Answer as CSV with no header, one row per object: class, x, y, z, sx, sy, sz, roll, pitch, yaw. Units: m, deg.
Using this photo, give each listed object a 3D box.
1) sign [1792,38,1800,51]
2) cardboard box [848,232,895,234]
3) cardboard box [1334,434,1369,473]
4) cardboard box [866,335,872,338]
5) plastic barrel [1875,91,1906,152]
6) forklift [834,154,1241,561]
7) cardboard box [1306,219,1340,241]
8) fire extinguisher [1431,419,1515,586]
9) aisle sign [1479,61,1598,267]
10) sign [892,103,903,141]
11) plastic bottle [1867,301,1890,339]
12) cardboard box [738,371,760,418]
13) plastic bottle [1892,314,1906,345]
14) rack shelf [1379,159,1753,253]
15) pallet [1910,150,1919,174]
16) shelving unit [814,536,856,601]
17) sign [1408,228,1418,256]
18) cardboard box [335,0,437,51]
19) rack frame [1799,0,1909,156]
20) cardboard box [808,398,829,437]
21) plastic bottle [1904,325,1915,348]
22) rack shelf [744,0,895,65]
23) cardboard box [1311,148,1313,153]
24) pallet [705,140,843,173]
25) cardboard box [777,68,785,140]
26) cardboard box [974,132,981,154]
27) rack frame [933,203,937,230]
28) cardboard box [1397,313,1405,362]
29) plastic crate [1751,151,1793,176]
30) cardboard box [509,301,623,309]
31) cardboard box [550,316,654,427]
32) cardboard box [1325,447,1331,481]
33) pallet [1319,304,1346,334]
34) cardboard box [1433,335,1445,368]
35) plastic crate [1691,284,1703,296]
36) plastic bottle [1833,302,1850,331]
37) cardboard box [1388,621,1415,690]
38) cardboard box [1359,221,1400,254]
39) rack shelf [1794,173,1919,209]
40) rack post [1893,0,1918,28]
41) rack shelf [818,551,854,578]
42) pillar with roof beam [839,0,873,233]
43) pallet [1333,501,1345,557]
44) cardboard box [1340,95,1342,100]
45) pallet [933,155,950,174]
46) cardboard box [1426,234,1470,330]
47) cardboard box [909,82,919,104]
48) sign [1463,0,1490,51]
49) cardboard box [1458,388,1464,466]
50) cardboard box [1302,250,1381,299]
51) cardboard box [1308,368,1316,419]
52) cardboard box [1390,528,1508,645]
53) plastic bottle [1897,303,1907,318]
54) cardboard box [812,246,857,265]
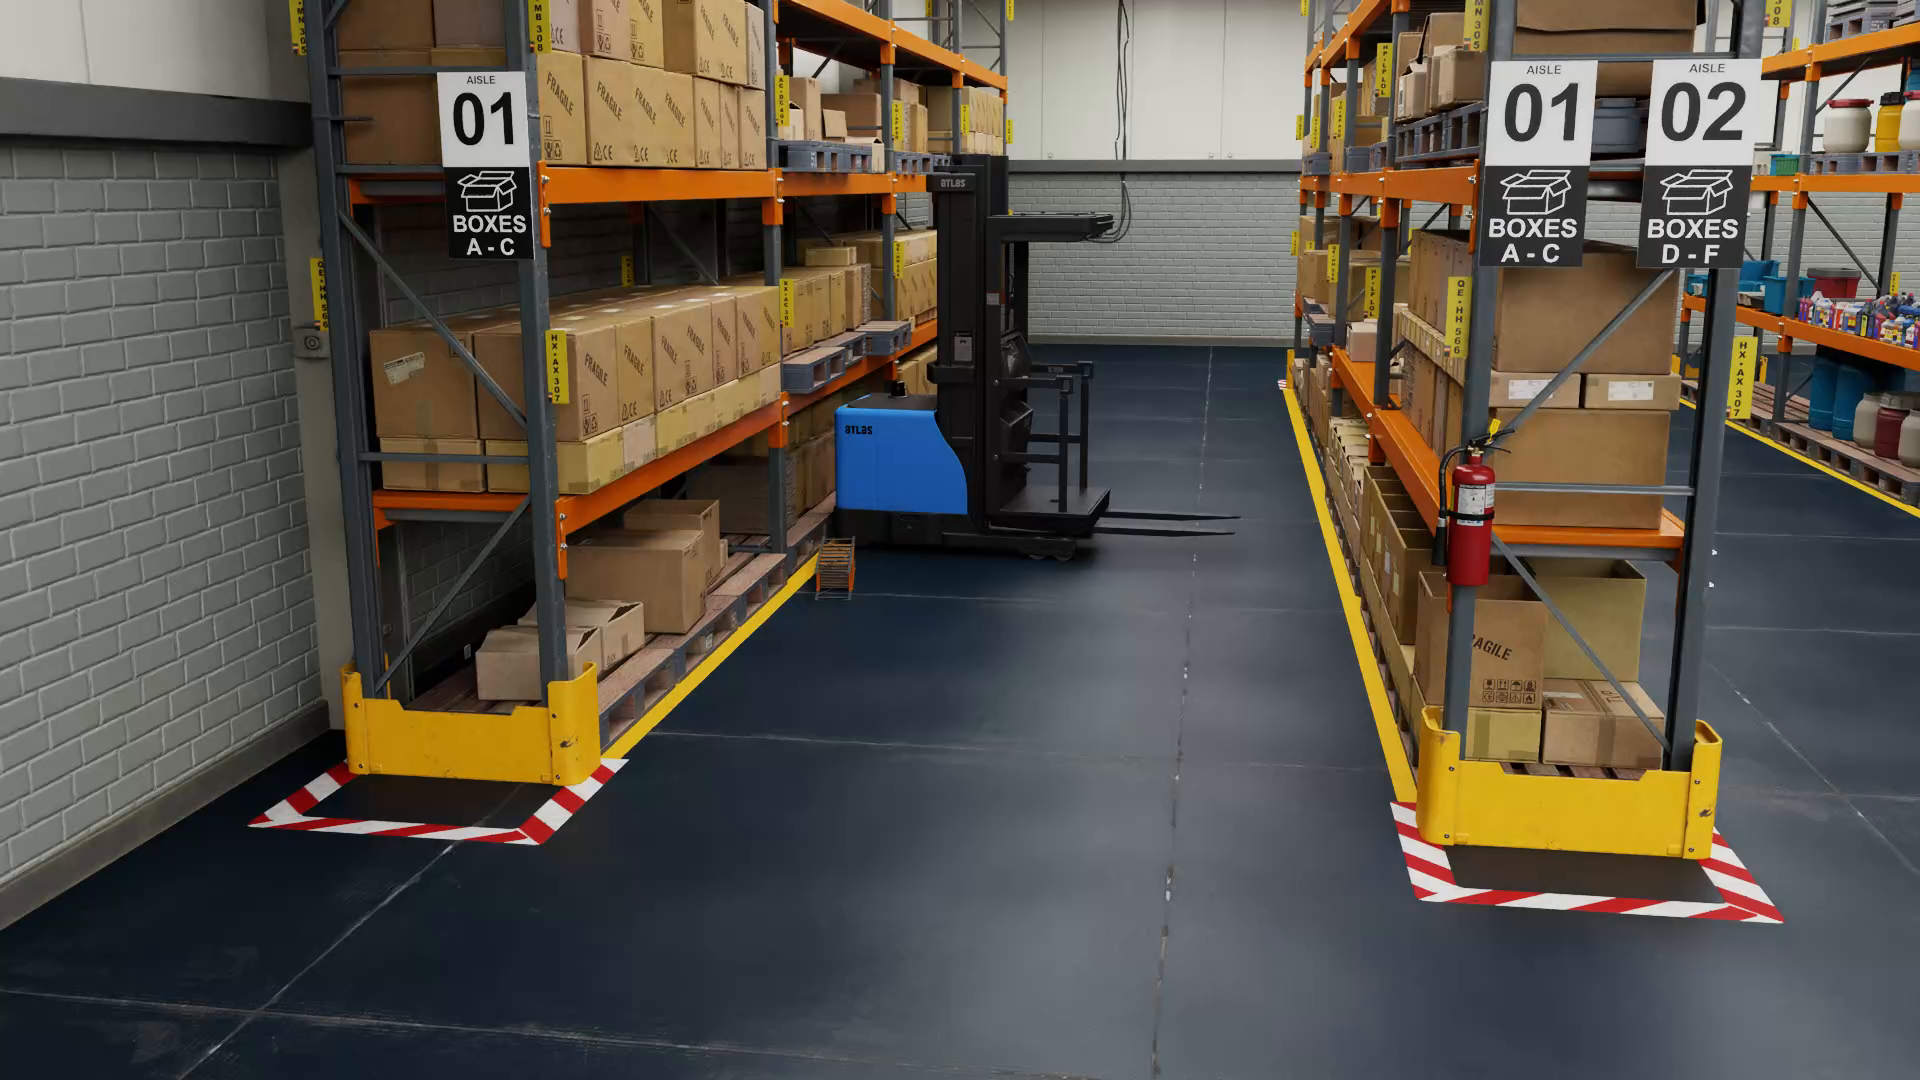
sign,10.466,-6.134,20.863,0.100,0.325,0.005,2,12,9
cardboard box,-0.958,-3.132,17.634,0.500,0.250,0.500,1,12,7
cardboard box,3.272,-0.690,13.272,0.500,0.311,0.500,2,12,7
cardboard box,-0.820,-1.977,15.597,0.380,0.149,0.250,2,12,8
plastic barrel,9.365,-4.108,16.372,0.600,0.588,0.600,0,12,0
forklift,0.609,-1.403,12.547,3.031,2.935,1.130,3,12,13
cardboard box,4.387,-3.565,19.806,0.500,0.500,0.500,2,12,9
fire extinguisher,2.089,-0.157,6.785,0.296,0.674,0.183,2,12,9
aisle sign,2.265,-1.471,6.528,0.394,0.787,0.004,2,12,9
sign,-0.563,-3.730,14.836,0.100,0.325,0.005,2,12,9
plastic bottle,8.572,-2.052,15.512,0.144,0.351,0.185,2,12,9
cardboard box,-1.573,-0.921,10.457,0.500,0.250,0.500,2,12,9
plastic bottle,8.462,-1.896,14.976,0.097,0.271,0.097,0,12,0
rack shelf,2.873,-1.735,8.513,1.077,0.370,4.000,2,12,9
pallet,8.904,-3.238,14.228,1.003,0.211,1.213,2,12,9
shelving unit,-0.871,0.189,11.651,0.258,0.189,1.200,0,12,-2
sign,4.960,-3.251,18.210,0.100,0.325,0.005,2,12,9
cardboard box,-2.522,-2.476,7.584,0.500,0.500,0.500,2,12,11
rack frame,9.305,-5.474,17.032,1.000,3.000,0.127,2,12,9
cardboard box,-1.382,-1.014,13.686,0.500,0.250,0.500,2,12,8
plastic bottle,8.417,-1.801,14.702,0.097,0.201,0.097,0,12,0
rack shelf,-1.407,-3.998,12.844,1.077,0.370,4.000,2,12,9
cardboard box,4.298,-4.554,19.052,0.500,0.250,0.500,2,12,9
pallet,-1.514,-2.696,11.710,1.213,0.211,1.003,2,12,9
cardboard box,-1.551,-3.028,11.571,0.500,0.500,0.500,4,13,17
cardboard box,-0.025,-4.750,19.916,0.500,0.250,0.500,2,12,7
rack frame,0.131,-3.695,23.017,1.000,3.000,0.127,2,12,9
cardboard box,3.396,-1.355,11.923,0.500,0.500,0.500,3,12,13
plastic crate,9.275,-4.331,19.130,0.437,0.282,0.530,2,12,9
cardboard box,-2.227,-1.089,9.455,0.500,0.500,0.500,2,12,9
cardboard box,-1.873,-0.859,8.389,0.500,0.500,0.500,2,12,9
cardboard box,3.425,-0.631,14.332,0.500,0.250,0.500,2,12,8
pallet,4.091,-2.181,16.448,1.003,0.211,1.213,2,12,9
cardboard box,2.673,-0.979,8.639,0.380,0.149,0.250,2,12,8
plastic crate,9.426,-3.169,21.063,0.250,0.136,0.298,2,12,9
plastic bottle,8.715,-2.204,16.393,0.152,0.276,0.135,2,12,9
cardboard box,2.496,0.605,8.597,0.500,0.250,0.500,2,12,9
cardboard box,4.762,-3.329,18.709,0.500,0.500,0.500,2,12,10
rack shelf,8.998,-3.239,15.492,1.077,0.370,4.000,2,12,9
rack post,9.120,-4.804,15.110,0.937,0.300,0.954,3,13,15
rack shelf,-0.873,0.173,11.725,0.258,0.180,0.103,0,12,-2
pillar with roof beam,3.023,-5.829,18.680,9.100,9.000,0.400,2,12,9
pallet,3.441,-0.083,12.878,1.003,0.211,1.213,2,12,9
cardboard box,4.181,-4.229,16.906,0.600,0.600,0.600,2,12,8
pallet,-0.576,-4.042,17.965,0.805,0.209,1.217,1,12,6
cardboard box,2.965,-1.418,9.136,0.700,0.500,0.500,2,12,9
cardboard box,-0.749,-4.780,17.871,0.500,0.250,0.500,3,12,13
sign,2.032,-2.085,6.515,0.100,0.325,0.005,2,12,9
cardboard box,2.726,-0.459,7.768,0.700,0.500,0.500,2,12,10
cardboard box,4.117,-2.865,17.933,0.700,0.500,0.500,-2,12,-10
cardboard box,4.096,-1.603,18.199,0.500,0.500,0.500,1,12,6
cardboard box,2.494,0.238,8.518,0.500,0.500,0.500,2,12,9
plastic bottle,9.304,-2.205,16.409,0.097,0.271,0.097,0,12,0
cardboard box,-1.123,-2.538,14.827,0.380,0.149,0.250,0,12,1
